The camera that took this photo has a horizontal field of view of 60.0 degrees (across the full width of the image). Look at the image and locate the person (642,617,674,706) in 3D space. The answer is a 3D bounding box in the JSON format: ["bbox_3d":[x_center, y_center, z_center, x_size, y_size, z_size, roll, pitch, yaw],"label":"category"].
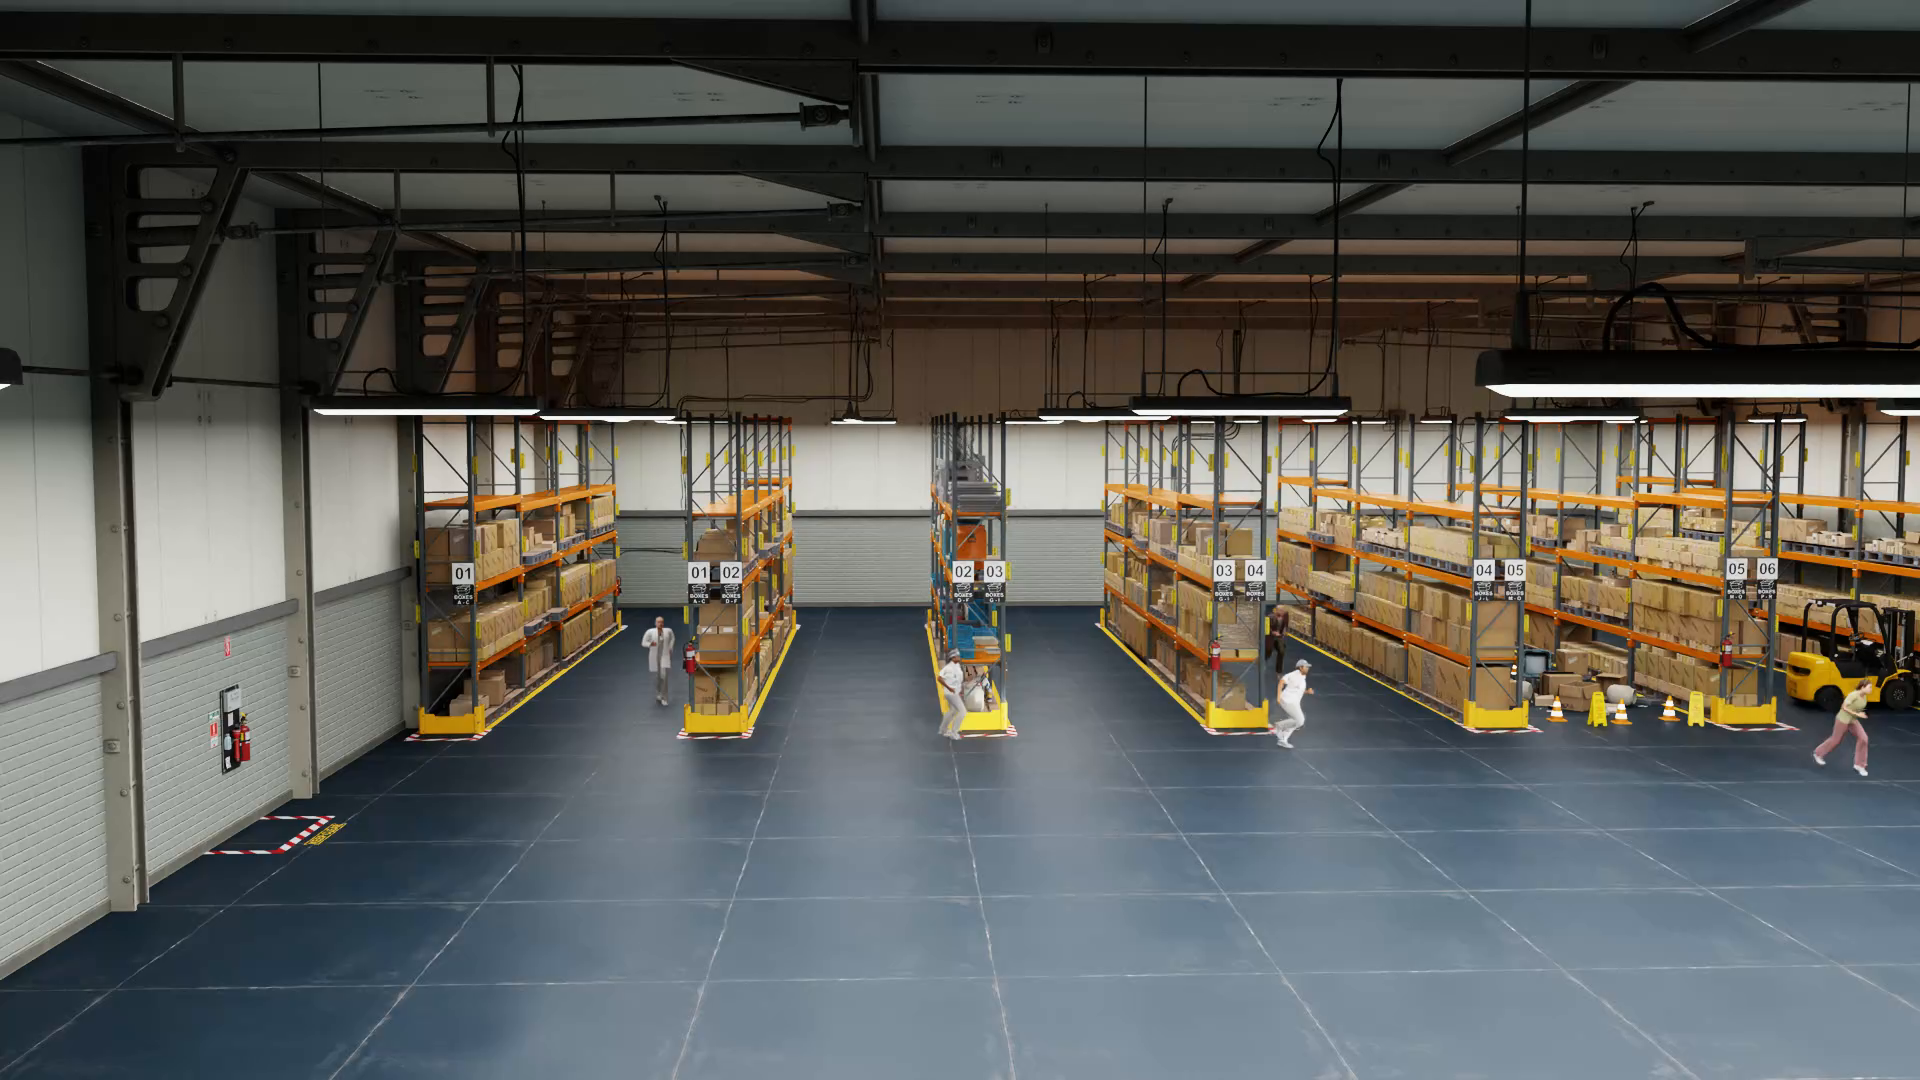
[{"bbox_3d":[-6.249,2.507,34.402,0.655,1.855,0.862,-1,4,-10],"label":"person"}]

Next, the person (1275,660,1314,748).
[{"bbox_3d":[5.981,2.921,29.698,0.667,1.593,0.592,2,4,24],"label":"person"}]

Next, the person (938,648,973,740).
[{"bbox_3d":[-0.104,2.835,30.370,0.685,1.727,0.581,1,4,15],"label":"person"}]

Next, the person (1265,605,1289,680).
[{"bbox_3d":[7.150,2.308,38.110,0.754,1.743,1.065,-1,4,-19],"label":"person"}]

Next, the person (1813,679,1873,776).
[{"bbox_3d":[14.687,3.068,27.667,0.619,1.626,0.967,-3,5,-35],"label":"person"}]
